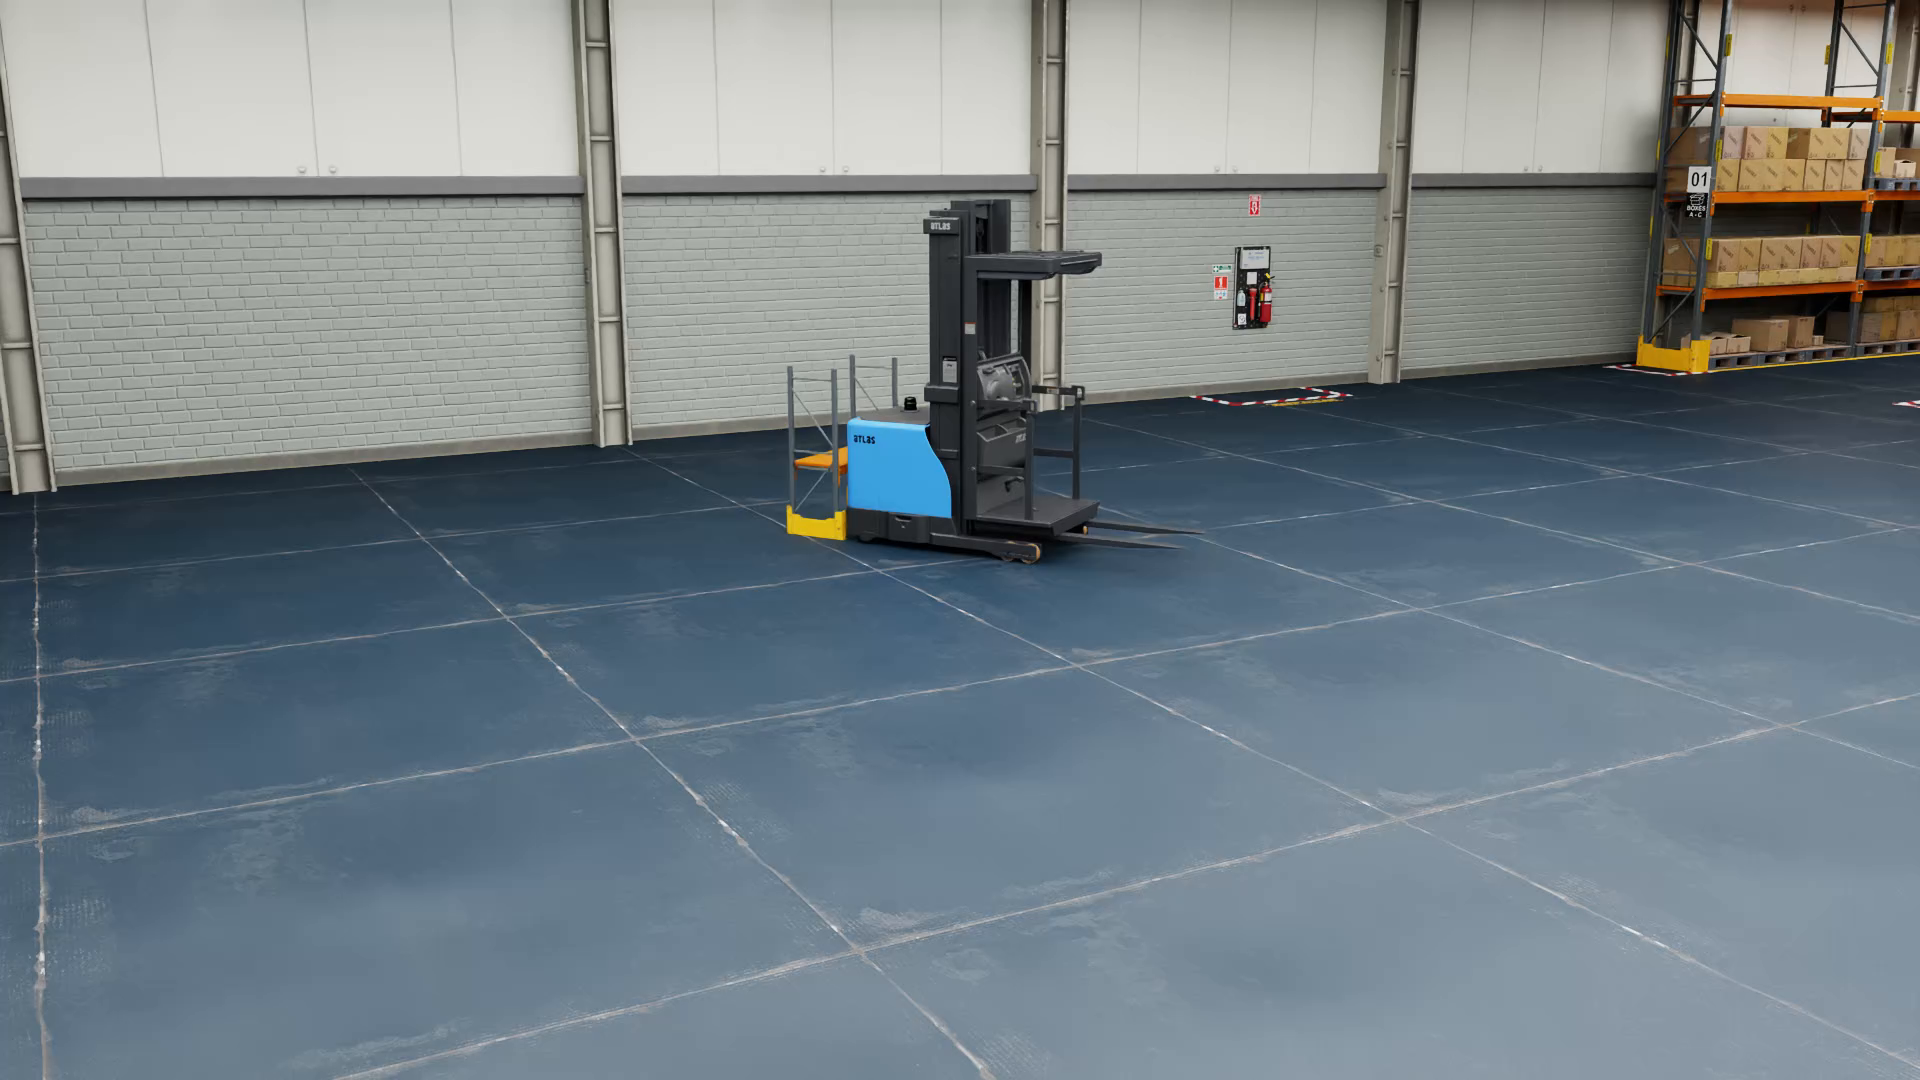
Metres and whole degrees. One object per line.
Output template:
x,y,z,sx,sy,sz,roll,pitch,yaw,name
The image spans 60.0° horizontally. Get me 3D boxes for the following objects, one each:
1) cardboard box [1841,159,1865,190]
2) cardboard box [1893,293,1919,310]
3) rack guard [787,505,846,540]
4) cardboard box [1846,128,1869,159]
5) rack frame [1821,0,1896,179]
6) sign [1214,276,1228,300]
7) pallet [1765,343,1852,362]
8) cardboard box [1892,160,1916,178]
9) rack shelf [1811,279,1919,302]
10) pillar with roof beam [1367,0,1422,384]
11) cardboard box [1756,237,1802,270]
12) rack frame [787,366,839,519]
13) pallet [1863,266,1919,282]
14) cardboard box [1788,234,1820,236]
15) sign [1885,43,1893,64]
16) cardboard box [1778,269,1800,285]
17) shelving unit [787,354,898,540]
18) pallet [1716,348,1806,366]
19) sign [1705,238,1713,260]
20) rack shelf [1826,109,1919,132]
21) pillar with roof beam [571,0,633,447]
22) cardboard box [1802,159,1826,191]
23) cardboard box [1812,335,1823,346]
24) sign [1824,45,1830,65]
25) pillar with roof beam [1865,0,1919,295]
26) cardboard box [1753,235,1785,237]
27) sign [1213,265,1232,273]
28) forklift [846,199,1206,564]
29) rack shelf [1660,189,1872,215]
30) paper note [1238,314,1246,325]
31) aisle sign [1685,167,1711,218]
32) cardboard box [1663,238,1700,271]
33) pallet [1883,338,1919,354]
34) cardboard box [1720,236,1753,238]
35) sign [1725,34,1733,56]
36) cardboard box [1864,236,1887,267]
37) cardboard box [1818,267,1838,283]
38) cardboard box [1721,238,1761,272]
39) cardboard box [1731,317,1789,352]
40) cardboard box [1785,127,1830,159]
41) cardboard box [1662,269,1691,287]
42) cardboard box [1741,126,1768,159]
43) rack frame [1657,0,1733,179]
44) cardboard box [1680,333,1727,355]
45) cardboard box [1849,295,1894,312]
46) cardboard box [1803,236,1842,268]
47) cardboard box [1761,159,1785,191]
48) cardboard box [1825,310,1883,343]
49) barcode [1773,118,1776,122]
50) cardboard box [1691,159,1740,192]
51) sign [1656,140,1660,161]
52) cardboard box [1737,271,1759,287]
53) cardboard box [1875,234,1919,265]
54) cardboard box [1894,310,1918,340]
14.679,-6.092,27.742,0.500,0.500,0.500,-6,14,-26,cardboard box
16.931,-4.264,29.709,0.500,0.250,0.500,-7,14,-28,cardboard box
-1.276,-0.158,14.744,0.587,0.250,0.087,7,14,28,rack guard
14.696,-6.576,27.615,0.500,0.500,0.500,-8,15,-33,cardboard box
15.006,-7.598,27.875,0.127,3.000,1.000,-7,14,-28,rack frame
3.707,-3.586,23.631,0.234,0.329,0.001,-7,14,-28,sign
14.434,-3.233,28.496,1.213,0.211,1.003,-7,14,-28,pallet
16.065,-6.403,28.643,0.500,0.311,0.500,-6,14,-26,cardboard box
16.762,-4.531,29.548,4.000,0.370,1.077,-7,14,-28,rack shelf
8.492,-5.957,20.582,0.400,9.000,9.100,-7,14,-28,pillar with roof beam
13.401,-4.705,27.272,0.500,0.500,0.500,-6,14,-26,cardboard box
-1.285,-0.764,14.590,0.500,1.500,0.032,7,14,28,rack frame
15.747,-4.630,28.788,1.213,0.211,1.003,-7,14,-28,pallet
14.494,-4.965,28.425,0.500,0.500,0.500,-7,15,-29,cardboard box
15.250,-7.986,27.291,0.005,0.325,0.100,-7,14,-28,sign
13.419,-4.340,27.357,0.500,0.250,0.500,-7,14,-27,cardboard box
-1.037,-0.864,15.033,0.587,1.500,1.083,7,14,28,shelving unit
13.361,-3.104,27.922,1.213,0.211,1.003,-7,14,-28,pallet
11.755,-4.568,26.104,0.005,0.325,0.100,-7,14,-28,sign
16.762,-7.262,28.933,4.000,0.370,1.077,-7,14,-28,rack shelf
-2.041,-4.694,14.973,0.400,9.000,9.100,-7,14,-28,pillar with roof beam
13.763,-5.976,27.227,0.500,0.500,0.500,-7,15,-30,cardboard box
14.551,-3.442,28.521,0.250,0.166,0.380,-9,16,-35,cardboard box
14.735,-8.237,28.228,0.005,0.325,0.100,-7,14,-28,sign
19.024,-7.219,26.192,0.548,9.000,9.100,-7,14,-28,pillar with roof beam
13.598,-4.859,27.958,0.500,0.500,0.500,-6,14,-26,cardboard box
3.715,-3.843,23.567,0.331,0.109,0.001,-7,14,-28,sign
0.558,-1.367,14.008,3.031,2.935,1.130,6,14,26,forklift
13.251,-5.573,27.349,4.000,0.370,1.077,-7,14,-28,rack shelf
4.053,-3.172,23.878,0.142,0.148,0.016,-7,14,-28,paper note
11.576,-5.453,26.088,0.004,0.787,0.394,-7,14,-28,aisle sign
11.807,-4.643,26.998,0.500,0.500,0.500,-7,14,-28,cardboard box
16.761,-3.522,29.779,1.213,0.211,1.003,-7,14,-28,pallet
12.705,-4.750,27.471,0.500,0.500,0.500,-7,15,-29,cardboard box
11.755,-7.567,25.429,0.005,0.325,0.100,-7,14,-28,sign
15.469,-4.982,28.683,0.500,0.500,0.700,-7,14,-28,cardboard box
14.294,-4.449,27.841,0.500,0.250,0.500,-7,14,-28,cardboard box
12.497,-4.595,26.784,0.500,0.500,0.500,-7,14,-28,cardboard box
13.314,-3.429,27.703,0.500,0.500,0.700,-8,15,-31,cardboard box
13.767,-6.459,27.097,0.500,0.500,0.500,-7,15,-30,cardboard box
11.813,-4.274,27.063,0.500,0.250,0.500,-7,14,-27,cardboard box
12.414,-6.297,26.375,0.500,0.500,0.500,-7,14,-29,cardboard box
11.495,-7.177,26.005,0.127,3.000,1.000,-7,14,-28,rack frame
12.146,-3.209,27.157,0.500,0.311,0.500,-9,15,-34,cardboard box
16.029,-4.160,29.245,0.500,0.250,0.500,-7,15,-29,cardboard box
14.304,-4.811,27.742,0.500,0.500,0.500,-7,14,-28,cardboard box
12.851,-5.864,26.730,0.500,0.500,0.500,-6,14,-25,cardboard box
15.644,-3.747,29.118,0.500,0.500,0.700,-6,14,-26,cardboard box
13.580,-6.998,27.714,0.075,0.075,0.001,-7,14,-28,barcode
11.909,-5.759,26.264,0.500,0.500,0.500,-6,14,-26,cardboard box
11.247,-6.255,26.722,0.005,0.325,0.100,-7,14,-28,sign
12.525,-4.235,26.889,0.500,0.250,0.500,-7,15,-30,cardboard box
16.526,-5.114,29.273,0.500,0.500,0.700,-5,14,-20,cardboard box
16.541,-3.857,29.607,0.500,0.500,0.700,-7,14,-27,cardboard box
